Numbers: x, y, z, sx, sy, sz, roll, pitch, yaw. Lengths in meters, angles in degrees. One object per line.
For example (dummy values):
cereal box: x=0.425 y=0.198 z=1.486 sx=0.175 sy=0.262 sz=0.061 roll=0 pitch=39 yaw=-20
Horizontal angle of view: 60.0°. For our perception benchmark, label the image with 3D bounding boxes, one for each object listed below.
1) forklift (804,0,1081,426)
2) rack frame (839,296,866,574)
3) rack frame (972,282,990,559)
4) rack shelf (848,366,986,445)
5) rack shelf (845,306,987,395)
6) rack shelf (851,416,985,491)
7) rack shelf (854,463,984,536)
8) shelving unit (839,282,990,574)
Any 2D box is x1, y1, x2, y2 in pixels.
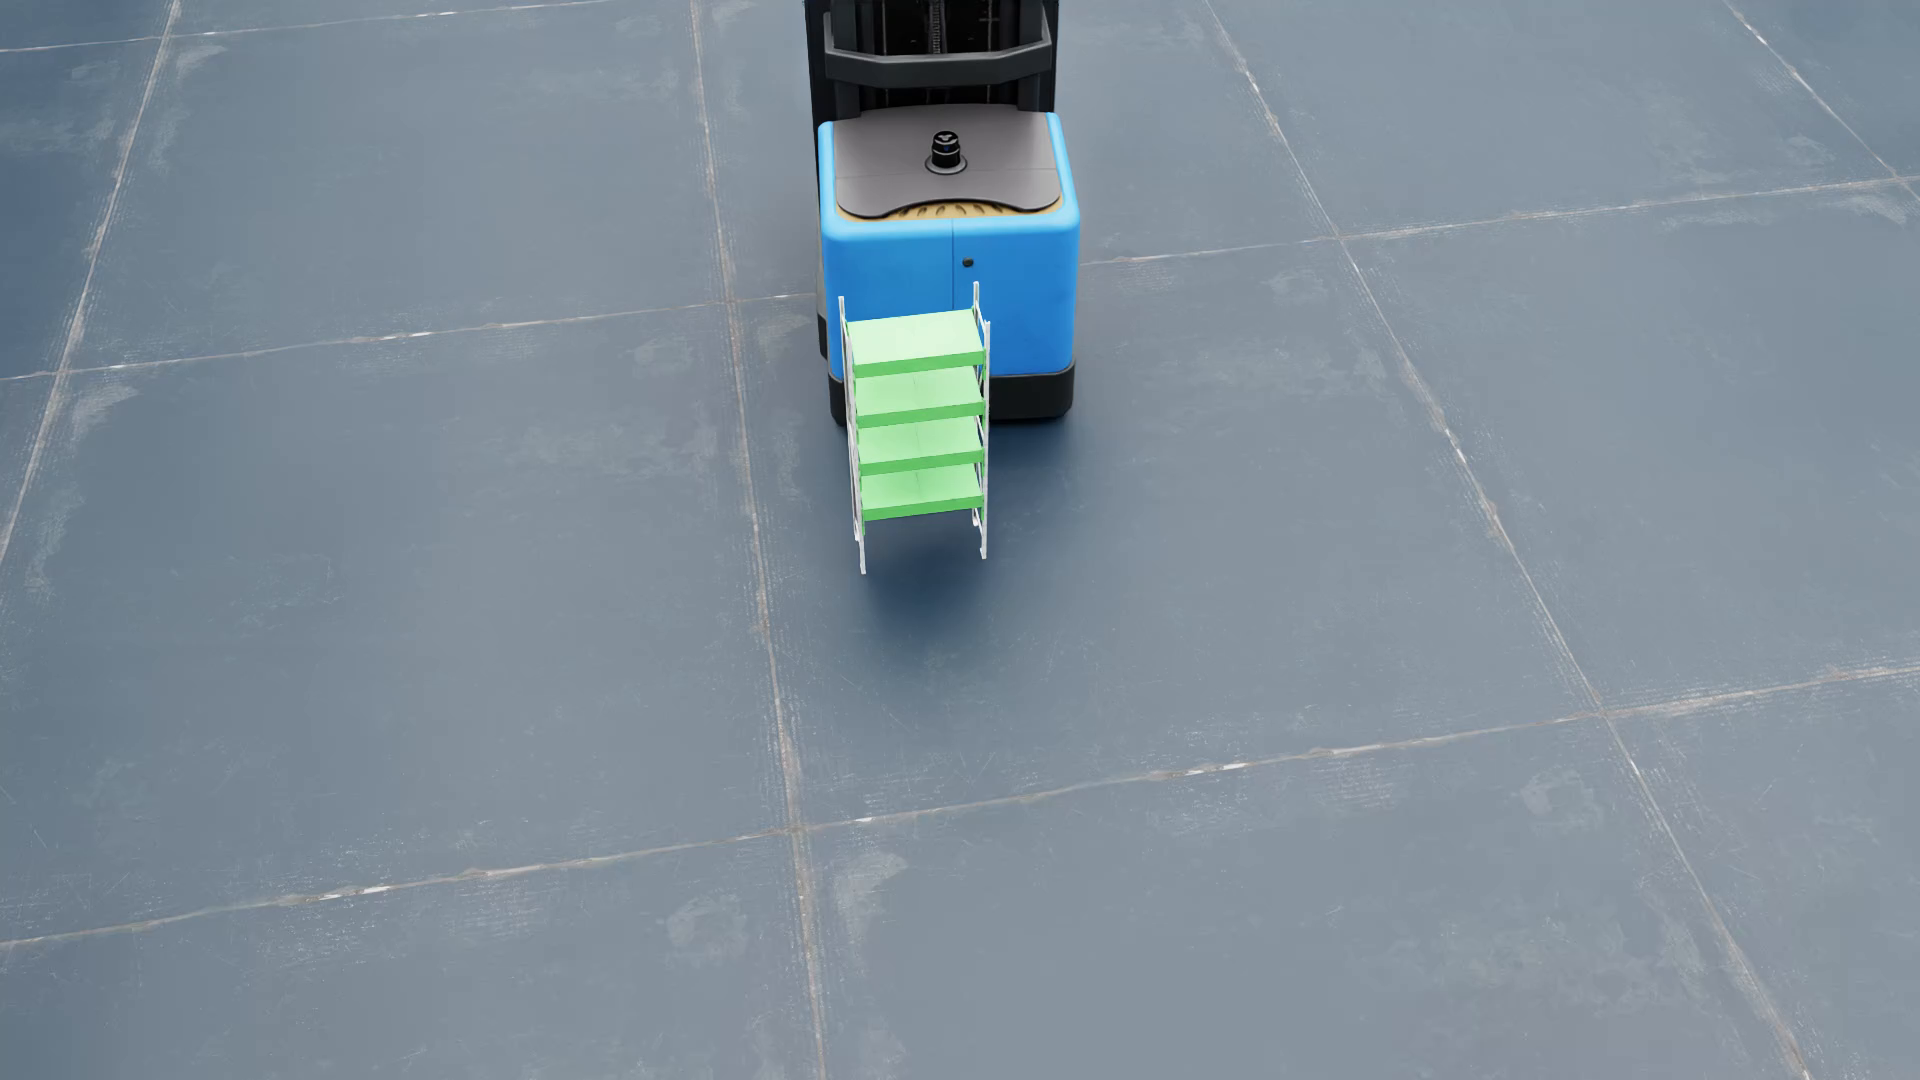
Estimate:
forklift: x=-0.140 y=-2.560 z=7.181 sx=1.130 sy=2.935 sz=3.031 roll=-3 pitch=46 yaw=-3
rack frame: x=-0.404 y=-0.366 z=6.269 sx=0.015 sy=1.200 sz=0.240 roll=-7 pitch=46 yaw=-7
rack frame: x=0.077 y=-0.426 z=6.327 sx=0.015 sy=1.200 sz=0.240 roll=-7 pitch=46 yaw=-7
rack shelf: x=-0.163 y=-0.518 z=6.172 sx=0.480 sy=0.148 sz=0.258 roll=-7 pitch=46 yaw=-7
rack shelf: x=-0.163 y=-0.685 z=5.999 sx=0.480 sy=0.148 sz=0.258 roll=-7 pitch=46 yaw=-7
rack shelf: x=-0.163 y=-0.352 z=6.344 sx=0.480 sy=0.148 sz=0.258 roll=-7 pitch=46 yaw=-7
rack shelf: x=-0.163 y=-0.185 z=6.517 sx=0.480 sy=0.148 sz=0.258 roll=-7 pitch=46 yaw=-7
shelving unit: x=-0.163 y=-0.396 z=6.298 sx=0.503 sy=1.200 sz=0.258 roll=-7 pitch=46 yaw=-7
